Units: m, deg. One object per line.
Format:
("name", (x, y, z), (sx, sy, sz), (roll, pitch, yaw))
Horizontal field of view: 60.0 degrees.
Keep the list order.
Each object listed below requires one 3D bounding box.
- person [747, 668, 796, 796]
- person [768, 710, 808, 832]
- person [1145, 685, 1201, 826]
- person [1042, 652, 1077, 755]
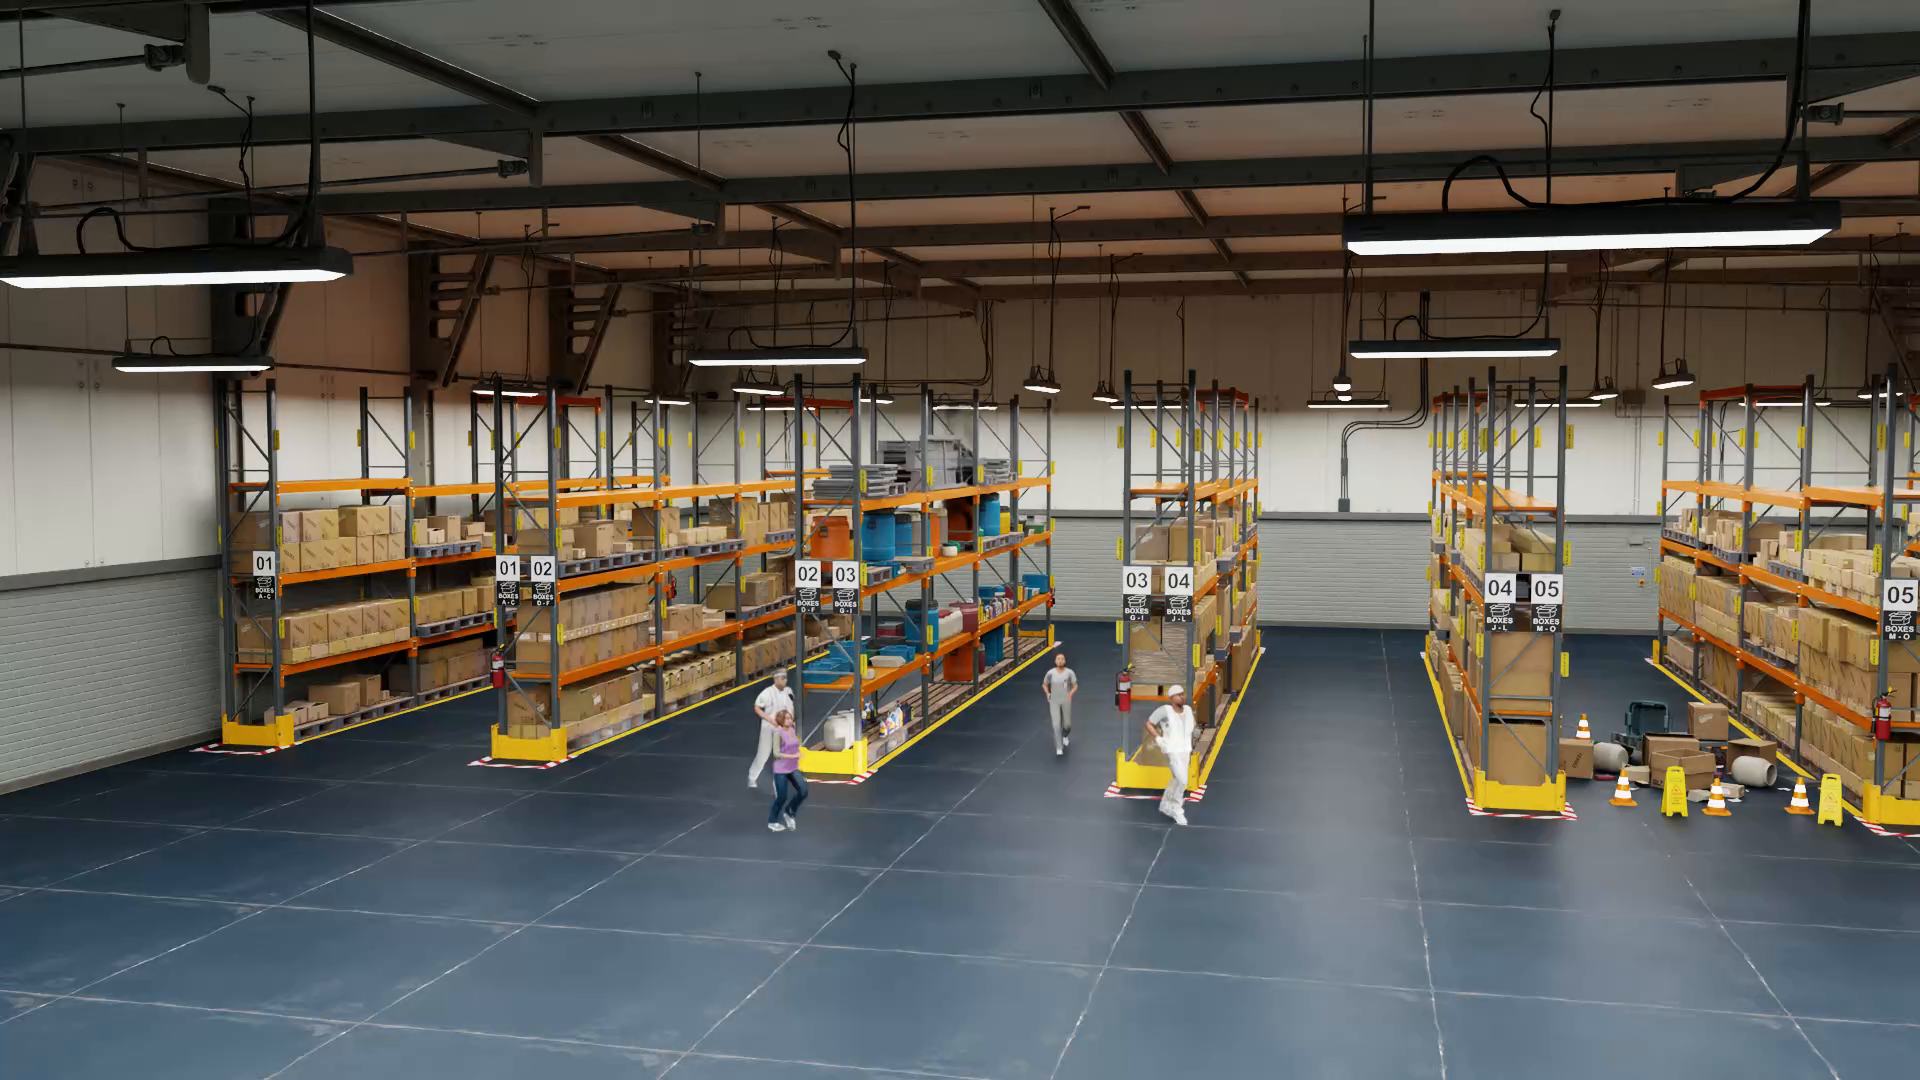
("person", (-2.622, 2.724, 23.705), (0.740, 1.816, 0.731), (-2, 4, -34))
("person", (-2.182, 2.932, 21.090), (0.637, 1.571, 0.511), (3, 4, 39))
("person", (2.850, 2.812, 21.831), (0.653, 1.826, 0.701), (-2, 4, -36))
("person", (1.594, 2.594, 26.570), (0.563, 1.619, 0.609), (0, 3, 3))
